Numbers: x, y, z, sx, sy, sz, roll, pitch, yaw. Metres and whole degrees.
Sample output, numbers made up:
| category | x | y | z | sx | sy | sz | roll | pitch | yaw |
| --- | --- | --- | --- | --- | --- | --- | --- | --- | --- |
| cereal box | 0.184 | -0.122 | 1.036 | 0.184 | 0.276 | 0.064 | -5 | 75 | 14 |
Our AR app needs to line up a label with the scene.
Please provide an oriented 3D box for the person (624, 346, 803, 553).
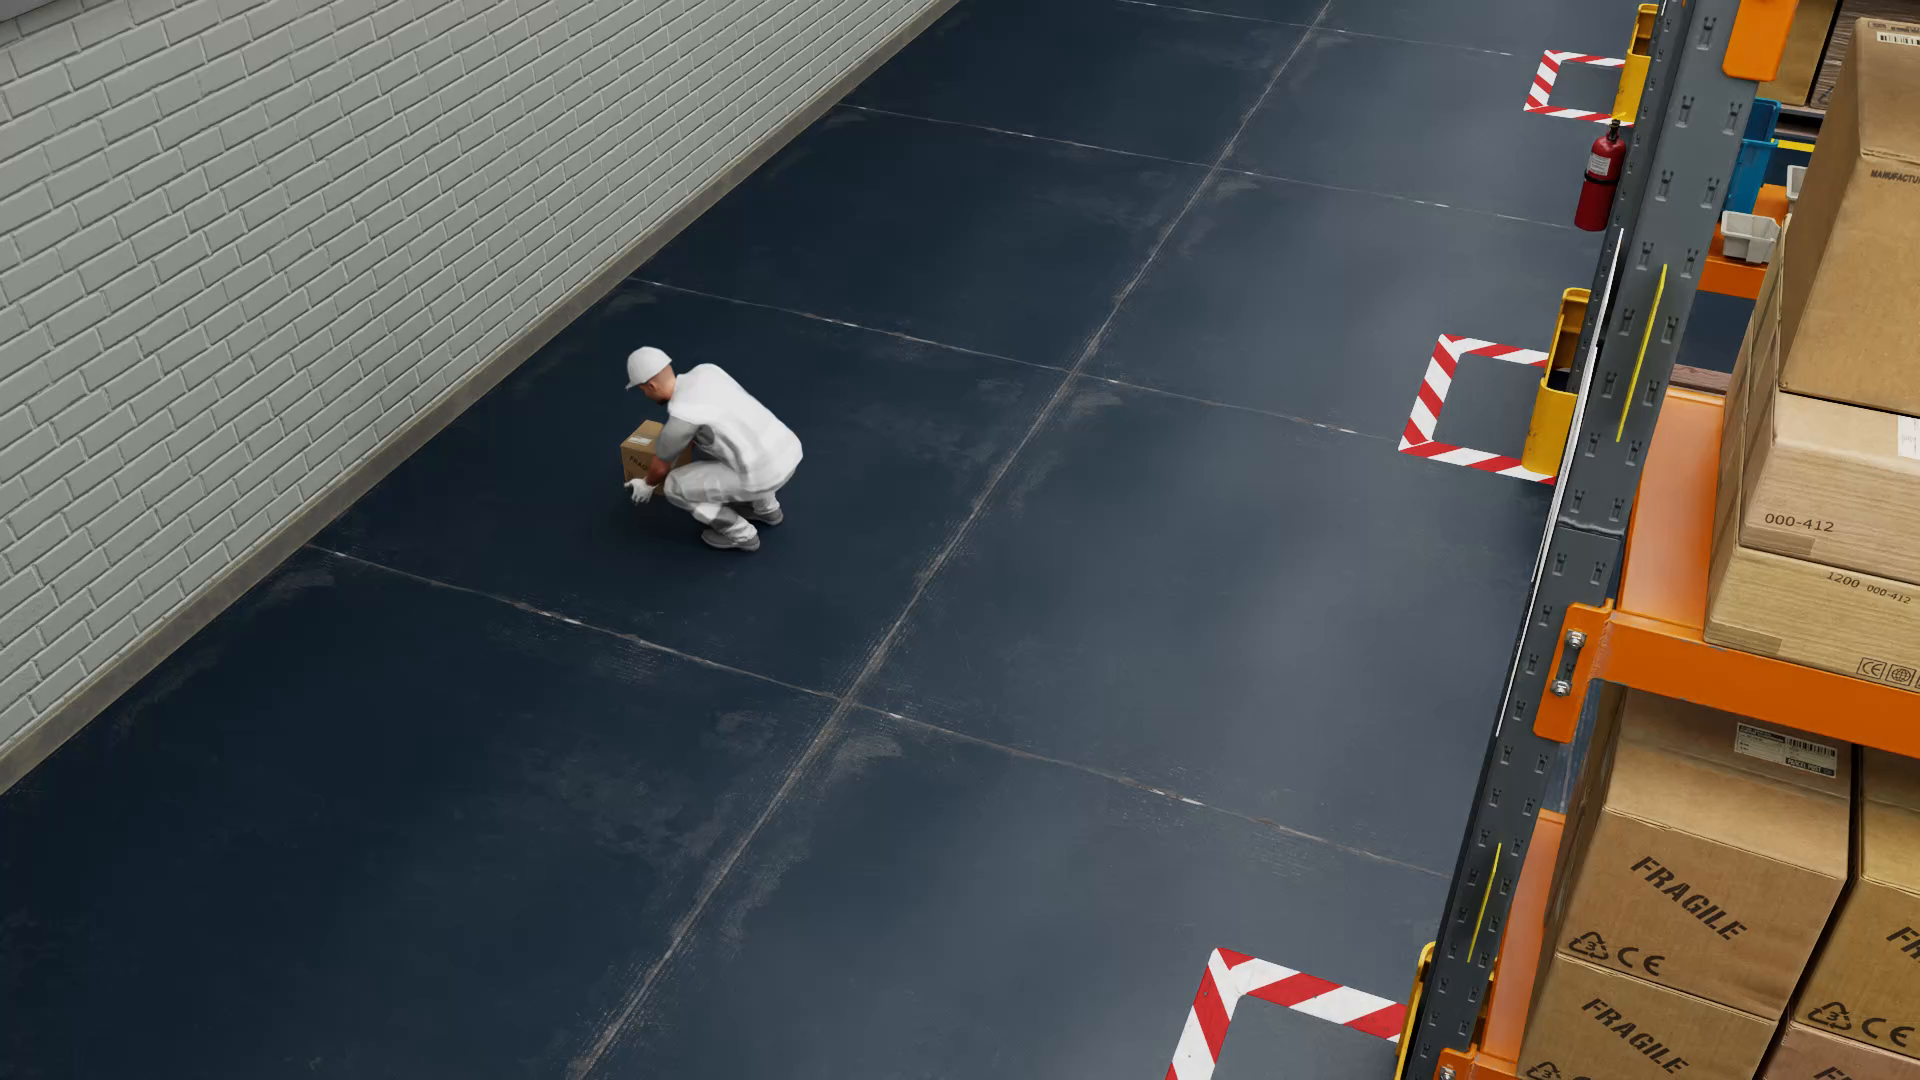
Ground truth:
| category | x | y | z | sx | sy | sz | roll | pitch | yaw |
| --- | --- | --- | --- | --- | --- | --- | --- | --- | --- |
| person | -1.211 | -0.468 | 8.074 | 0.866 | 1.006 | 0.555 | 13 | 39 | 17 |
